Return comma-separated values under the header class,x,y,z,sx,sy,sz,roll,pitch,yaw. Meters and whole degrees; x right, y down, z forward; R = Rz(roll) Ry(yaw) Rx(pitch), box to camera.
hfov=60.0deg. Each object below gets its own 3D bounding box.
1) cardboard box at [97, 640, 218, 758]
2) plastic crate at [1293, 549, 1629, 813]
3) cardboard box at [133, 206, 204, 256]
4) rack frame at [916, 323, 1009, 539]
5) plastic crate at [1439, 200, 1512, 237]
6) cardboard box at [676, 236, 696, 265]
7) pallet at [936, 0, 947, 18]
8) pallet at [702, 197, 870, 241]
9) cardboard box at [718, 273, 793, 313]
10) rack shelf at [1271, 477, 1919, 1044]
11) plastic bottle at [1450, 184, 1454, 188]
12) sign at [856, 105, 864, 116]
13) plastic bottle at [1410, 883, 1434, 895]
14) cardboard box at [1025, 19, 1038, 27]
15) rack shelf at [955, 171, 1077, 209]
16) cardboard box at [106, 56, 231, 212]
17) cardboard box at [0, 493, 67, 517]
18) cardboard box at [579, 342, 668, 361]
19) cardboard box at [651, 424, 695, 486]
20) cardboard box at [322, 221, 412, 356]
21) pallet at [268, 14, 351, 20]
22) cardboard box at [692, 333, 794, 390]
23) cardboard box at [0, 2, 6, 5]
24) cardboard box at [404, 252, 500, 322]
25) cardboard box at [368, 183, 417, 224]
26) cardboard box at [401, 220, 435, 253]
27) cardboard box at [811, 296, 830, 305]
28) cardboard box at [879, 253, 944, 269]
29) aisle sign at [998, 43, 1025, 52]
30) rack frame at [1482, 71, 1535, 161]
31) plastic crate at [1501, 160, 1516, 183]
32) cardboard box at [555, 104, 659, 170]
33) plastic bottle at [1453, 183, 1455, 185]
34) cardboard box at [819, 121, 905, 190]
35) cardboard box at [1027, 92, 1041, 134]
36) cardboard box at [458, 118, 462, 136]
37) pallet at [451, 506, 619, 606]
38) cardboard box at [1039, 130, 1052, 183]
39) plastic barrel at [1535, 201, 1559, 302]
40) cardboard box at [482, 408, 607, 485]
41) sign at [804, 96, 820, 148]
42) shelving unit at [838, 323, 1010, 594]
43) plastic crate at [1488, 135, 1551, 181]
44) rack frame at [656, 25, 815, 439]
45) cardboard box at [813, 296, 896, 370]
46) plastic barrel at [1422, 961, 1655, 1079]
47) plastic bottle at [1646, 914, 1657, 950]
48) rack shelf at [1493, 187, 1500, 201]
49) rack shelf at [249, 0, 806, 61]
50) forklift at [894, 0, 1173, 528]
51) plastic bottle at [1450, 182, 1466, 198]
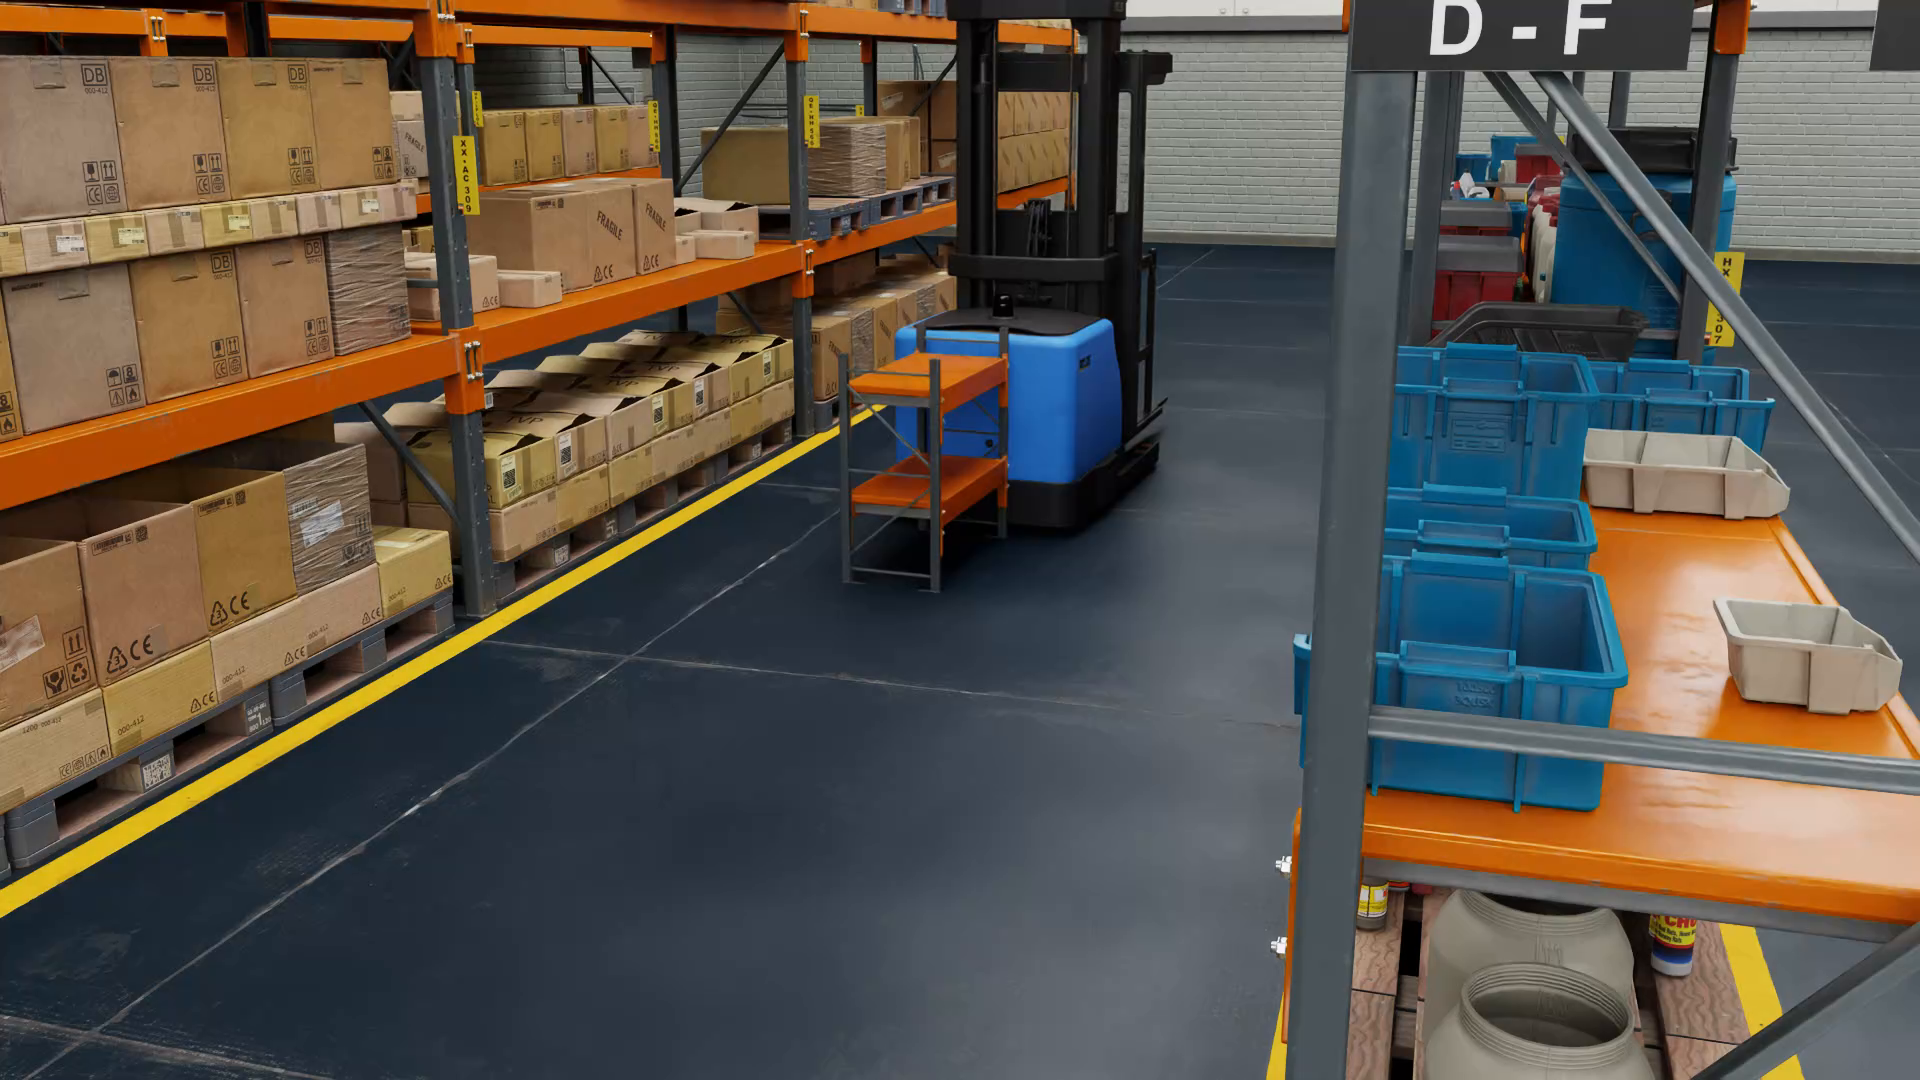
class,x,y,z,sx,sy,sz,roll,pitch,yaw
cardboard box,-2.968,0.520,5.770,0.500,0.250,0.500,5,16,16
plastic crate,0.842,0.217,2.841,0.499,0.251,0.616,5,16,16
cardboard box,-2.859,-1.073,5.742,0.380,0.149,0.250,5,17,17
rack frame,0.012,-0.572,8.783,0.500,1.125,0.032,6,17,19
plastic crate,2.508,-1.426,8.241,0.402,0.464,0.583,5,16,16
cardboard box,-1.796,-1.720,9.857,0.380,0.149,0.250,6,17,20
pallet,-0.604,-4.413,13.738,1.213,0.211,1.003,5,16,16
pallet,-1.363,-2.269,11.685,1.213,0.211,1.003,5,16,16
cardboard box,-1.435,-1.827,12.173,0.500,0.250,0.500,5,17,18
rack shelf,1.555,0.122,4.221,1.077,0.370,4.000,5,16,16
plastic bottle,3.631,-2.489,12.321,0.061,0.283,0.133,5,16,16
sign,-0.874,-3.682,14.727,0.100,0.325,0.005,5,16,16
plastic bottle,1.289,0.824,4.599,0.061,0.283,0.133,5,16,16
cardboard box,0.453,-5.097,16.079,0.500,0.250,0.500,5,16,16
rack shelf,0.217,-3.403,16.647,1.077,0.370,4.000,5,16,16
cardboard box,-3.030,-1.425,5.795,0.700,0.500,0.500,5,16,16
cardboard box,-3.481,0.117,5.814,0.500,0.500,0.500,5,16,16
cardboard box,-2.059,-1.076,10.366,0.500,0.311,0.500,4,16,14
cardboard box,-1.836,-0.500,9.366,0.500,0.250,0.500,5,17,17
cardboard box,-2.745,-1.064,6.900,0.700,0.500,0.500,4,16,14
pallet,-5.791,-4.380,13.622,1.003,0.211,1.213,5,17,18
cardboard box,-1.401,-1.172,10.705,0.500,0.311,0.500,5,17,17
cardboard box,-6.696,-3.732,10.769,0.797,0.503,0.637,7,17,24
cardboard box,-2.527,-1.192,7.811,0.500,0.250,0.500,6,17,19
cardboard box,-2.496,-1.405,6.913,0.380,0.149,0.250,5,16,16
cardboard box,-5.162,-2.596,15.656,0.750,0.750,0.750,5,17,17
cardboard box,-1.300,-1.586,12.700,0.500,0.500,0.500,4,16,14
cardboard box,-0.461,-2.406,15.588,0.500,0.500,0.500,5,16,16
aisle sign,0.523,-5.563,18.182,0.394,0.787,0.004,5,16,16
rack frame,5.537,-3.887,17.035,0.949,2.616,0.053,5,16,16
plastic crate,5.008,-3.197,14.712,0.437,0.282,0.530,5,16,16
cardboard box,-4.100,-4.665,19.230,0.980,0.700,0.700,5,17,18
plastic bottle,3.737,-2.563,12.604,0.097,0.271,0.097,0,16,0
cardboard box,-0.794,-3.009,12.986,0.700,0.500,0.500,1,16,2
cardboard box,0.491,-4.261,16.338,0.500,0.500,0.500,5,17,18
cardboard box,-4.991,-3.669,15.503,0.500,0.500,0.500,4,16,15
pallet,-2.453,0.013,8.396,1.003,0.211,1.213,5,16,16
cardboard box,0.628,-3.916,16.954,0.500,0.500,0.500,5,17,16
plastic barrel,2.814,-1.238,7.448,0.433,0.535,0.433,0,16,0
cardboard box,-2.121,-0.501,8.340,0.500,0.311,0.500,4,16,15
sign,-0.955,-2.694,10.708,0.100,0.325,0.005,5,16,16
shelving unit,-0.159,-0.441,8.322,0.538,1.125,1.048,6,17,19
plastic crate,5.618,-3.831,16.663,0.616,0.435,0.499,5,16,16
rack frame,-1.488,-2.179,11.014,1.000,3.000,0.127,5,16,16
cardboard box,-0.794,-1.553,12.583,0.500,0.500,0.500,4,16,15
plastic barrel,1.101,1.116,3.188,0.421,0.512,0.421,0,16,0
plastic bottle,1.830,0.956,4.282,0.097,0.201,0.097,0,16,0
rack shelf,4.965,-3.017,15.289,1.077,0.370,4.000,5,16,16
rack shelf,-2.056,-2.753,8.858,1.077,0.370,4.000,5,16,16
forklift,0.608,-1.834,9.923,1.130,2.935,3.031,6,17,19
plastic bottle,3.467,-2.330,11.636,0.144,0.351,0.185,5,16,16
